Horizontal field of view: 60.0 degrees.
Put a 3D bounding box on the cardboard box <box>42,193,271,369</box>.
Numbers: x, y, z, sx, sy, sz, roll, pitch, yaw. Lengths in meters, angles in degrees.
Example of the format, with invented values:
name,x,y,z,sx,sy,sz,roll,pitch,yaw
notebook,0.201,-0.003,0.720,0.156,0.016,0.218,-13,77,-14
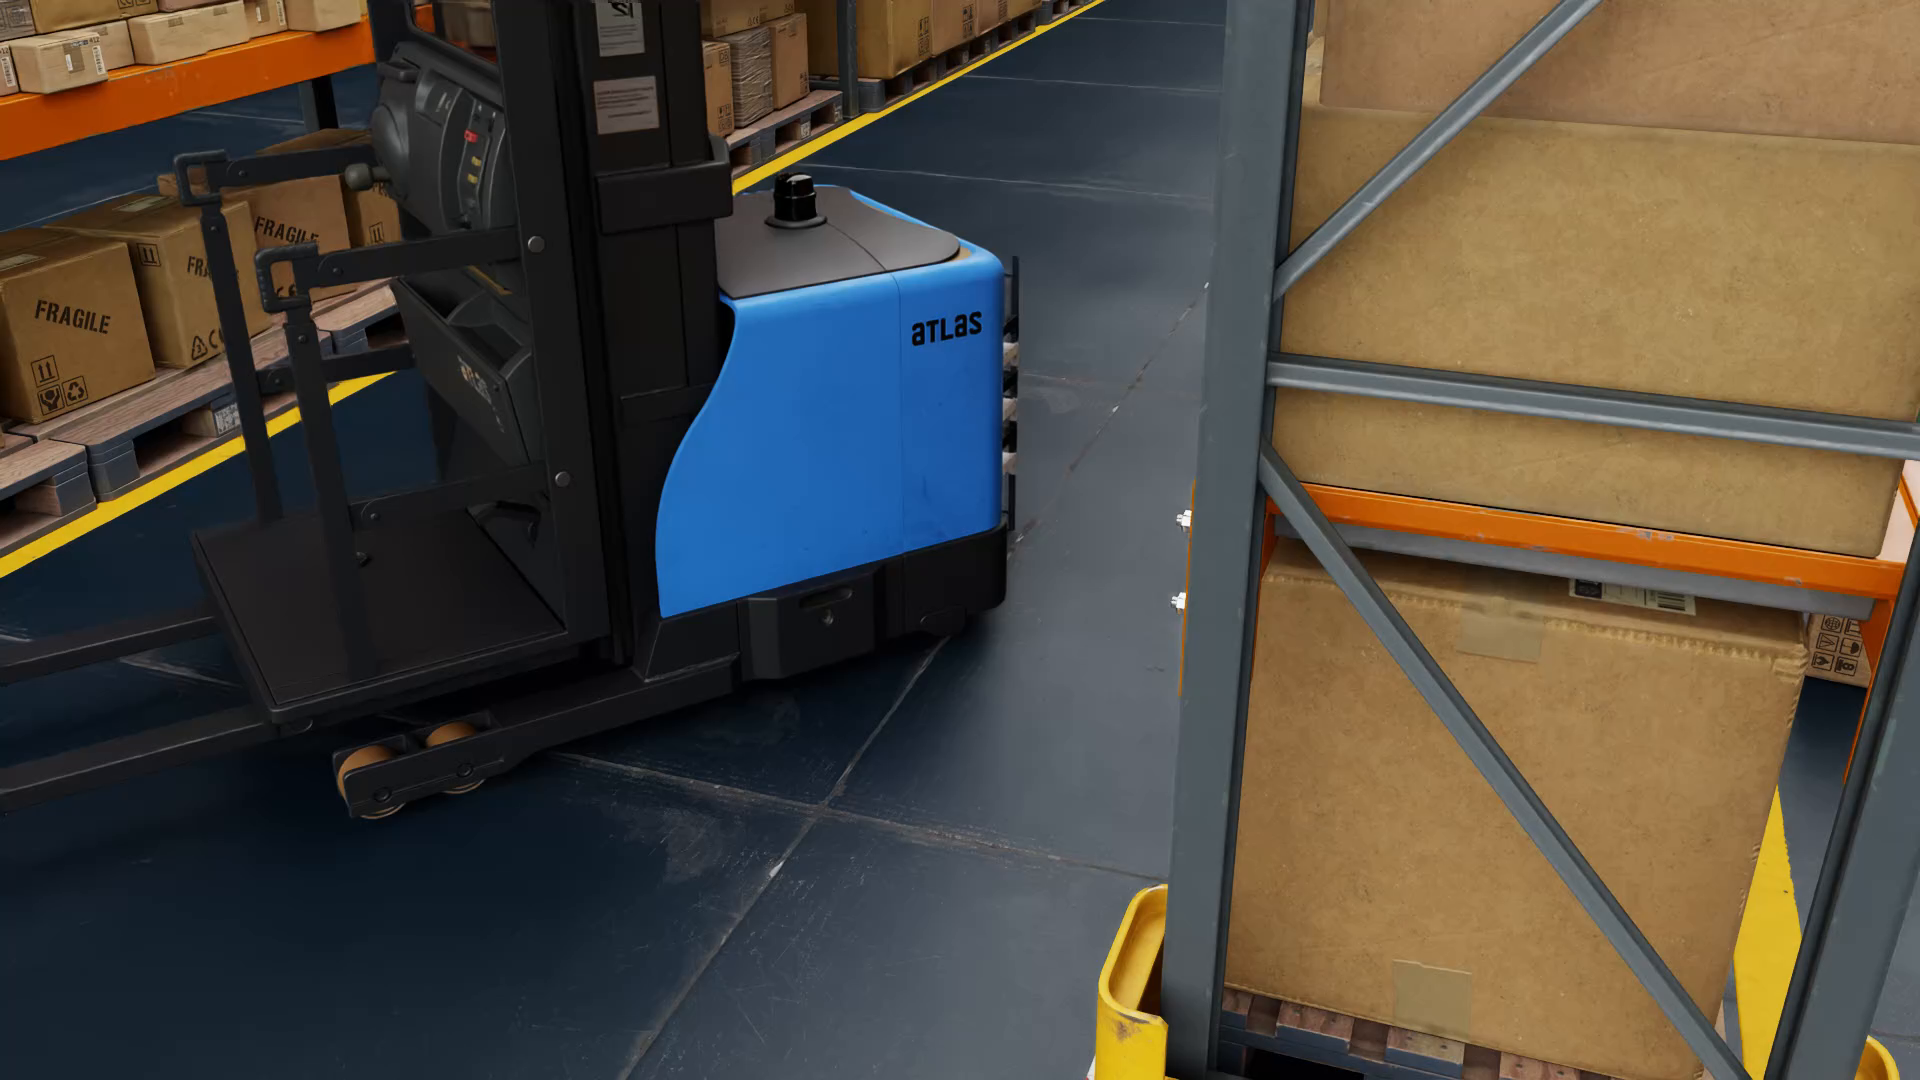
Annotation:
name,x,y,z,sx,sy,sz,roll,pitch,yaw
cardboard box,-2.981,-0.975,6.208,0.500,0.500,0.500,6,27,13

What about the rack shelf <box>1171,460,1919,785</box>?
name,x,y,z,sx,sy,sz,roll,pitch,yaw
rack shelf,1.484,-0.666,4.009,1.077,0.370,4.000,9,27,17

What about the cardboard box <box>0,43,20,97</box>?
name,x,y,z,sx,sy,sz,roll,pitch,yaw
cardboard box,-3.096,-1.413,5.014,0.380,0.149,0.250,9,27,17

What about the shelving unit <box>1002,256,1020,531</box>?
name,x,y,z,sx,sy,sz,roll,pitch,yaw
shelving unit,0.024,-0.413,5.070,0.258,0.900,0.210,10,28,20

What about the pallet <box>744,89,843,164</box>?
name,x,y,z,sx,sy,sz,roll,pitch,yaw
pallet,-1.424,-2.640,10.461,1.003,0.211,1.213,9,27,17

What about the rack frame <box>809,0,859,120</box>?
name,x,y,z,sx,sy,sz,roll,pitch,yaw
rack frame,-1.163,-4.216,10.516,1.000,3.000,0.127,9,27,17

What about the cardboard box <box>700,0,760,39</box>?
name,x,y,z,sx,sy,sz,roll,pitch,yaw
cardboard box,-1.525,-3.128,9.771,0.500,0.250,0.500,12,28,23

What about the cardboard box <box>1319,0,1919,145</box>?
name,x,y,z,sx,sy,sz,roll,pitch,yaw
cardboard box,0.978,-0.868,2.190,0.875,0.550,0.550,9,27,17

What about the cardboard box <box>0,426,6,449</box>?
name,x,y,z,sx,sy,sz,roll,pitch,yaw
cardboard box,-3.435,-0.498,5.222,0.500,0.500,0.500,17,30,31

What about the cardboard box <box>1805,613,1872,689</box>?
name,x,y,z,sx,sy,sz,roll,pitch,yaw
cardboard box,2.601,0.099,4.469,0.500,0.500,0.500,14,29,26

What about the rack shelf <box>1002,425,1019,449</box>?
name,x,y,z,sx,sy,sz,roll,pitch,yaw
rack shelf,0.024,-0.302,5.123,0.258,0.077,0.200,10,28,20

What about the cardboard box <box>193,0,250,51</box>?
name,x,y,z,sx,sy,sz,roll,pitch,yaw
cardboard box,-2.751,-1.822,5.859,0.380,0.149,0.250,9,27,17

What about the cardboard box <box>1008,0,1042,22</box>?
name,x,y,z,sx,sy,sz,roll,pitch,yaw
cardboard box,-0.026,-4.827,13.733,1.225,0.875,0.875,9,27,18

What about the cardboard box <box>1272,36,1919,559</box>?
name,x,y,z,sx,sy,sz,roll,pitch,yaw
cardboard box,0.899,-0.394,2.451,0.875,0.550,0.550,9,27,17

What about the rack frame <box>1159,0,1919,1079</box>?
name,x,y,z,sx,sy,sz,roll,pitch,yaw
rack frame,0.815,-0.168,2.156,0.949,2.616,0.053,9,27,17

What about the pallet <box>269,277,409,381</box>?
name,x,y,z,sx,sy,sz,roll,pitch,yaw
pallet,-2.684,-1.036,7.148,1.003,0.211,1.213,9,27,17

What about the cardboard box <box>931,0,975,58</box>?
name,x,y,z,sx,sy,sz,roll,pitch,yaw
cardboard box,-0.610,-4.095,12.221,1.225,0.875,0.875,9,27,18

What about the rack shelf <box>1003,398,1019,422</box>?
name,x,y,z,sx,sy,sz,roll,pitch,yaw
rack shelf,0.024,-0.383,5.084,0.258,0.077,0.200,10,28,20

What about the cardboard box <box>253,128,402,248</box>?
name,x,y,z,sx,sy,sz,roll,pitch,yaw
cardboard box,-2.665,-1.478,7.247,0.500,0.500,0.500,8,27,16

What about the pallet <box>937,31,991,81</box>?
name,x,y,z,sx,sy,sz,roll,pitch,yaw
pallet,-0.422,-3.774,12.802,1.003,0.211,1.213,9,27,17

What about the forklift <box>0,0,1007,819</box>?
name,x,y,z,sx,sy,sz,roll,pitch,yaw
forklift,-1.393,-0.929,3.806,3.031,2.935,1.130,-15,30,-28

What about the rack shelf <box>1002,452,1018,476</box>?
name,x,y,z,sx,sy,sz,roll,pitch,yaw
rack shelf,0.024,-0.221,5.163,0.258,0.077,0.200,10,28,20

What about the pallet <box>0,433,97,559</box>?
name,x,y,z,sx,sy,sz,roll,pitch,yaw
pallet,-3.496,-0.034,5.077,1.003,0.211,1.213,9,27,17

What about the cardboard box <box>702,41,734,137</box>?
name,x,y,z,sx,sy,sz,roll,pitch,yaw
cardboard box,-1.722,-2.547,9.432,0.700,0.500,0.500,11,28,22

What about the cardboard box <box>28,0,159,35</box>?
name,x,y,z,sx,sy,sz,roll,pitch,yaw
cardboard box,-3.179,-1.956,5.391,0.875,0.500,0.500,9,27,17

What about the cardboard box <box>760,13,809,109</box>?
name,x,y,z,sx,sy,sz,roll,pitch,yaw
cardboard box,-1.367,-3.011,10.390,0.700,0.500,0.500,7,27,15

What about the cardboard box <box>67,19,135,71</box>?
name,x,y,z,sx,sy,sz,roll,pitch,yaw
cardboard box,-2.957,-1.623,5.447,0.380,0.149,0.250,9,27,17

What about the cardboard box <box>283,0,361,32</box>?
name,x,y,z,sx,sy,sz,roll,pitch,yaw
cardboard box,-2.499,-2.014,6.256,0.380,0.149,0.250,9,27,17

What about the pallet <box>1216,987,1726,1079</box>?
name,x,y,z,sx,sy,sz,roll,pitch,yaw
pallet,1.011,0.747,3.465,1.003,0.211,1.213,9,27,17

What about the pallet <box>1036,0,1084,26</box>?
name,x,y,z,sx,sy,sz,roll,pitch,yaw
pallet,0.495,-4.906,15.141,1.003,0.211,1.213,9,27,17

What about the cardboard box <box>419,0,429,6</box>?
name,x,y,z,sx,sy,sz,roll,pitch,yaw
cardboard box,-2.381,-2.227,6.696,0.380,0.149,0.250,9,27,17

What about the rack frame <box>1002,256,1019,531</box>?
name,x,y,z,sx,sy,sz,roll,pitch,yaw
rack frame,0.064,-0.454,5.154,0.240,0.900,0.006,10,28,20
